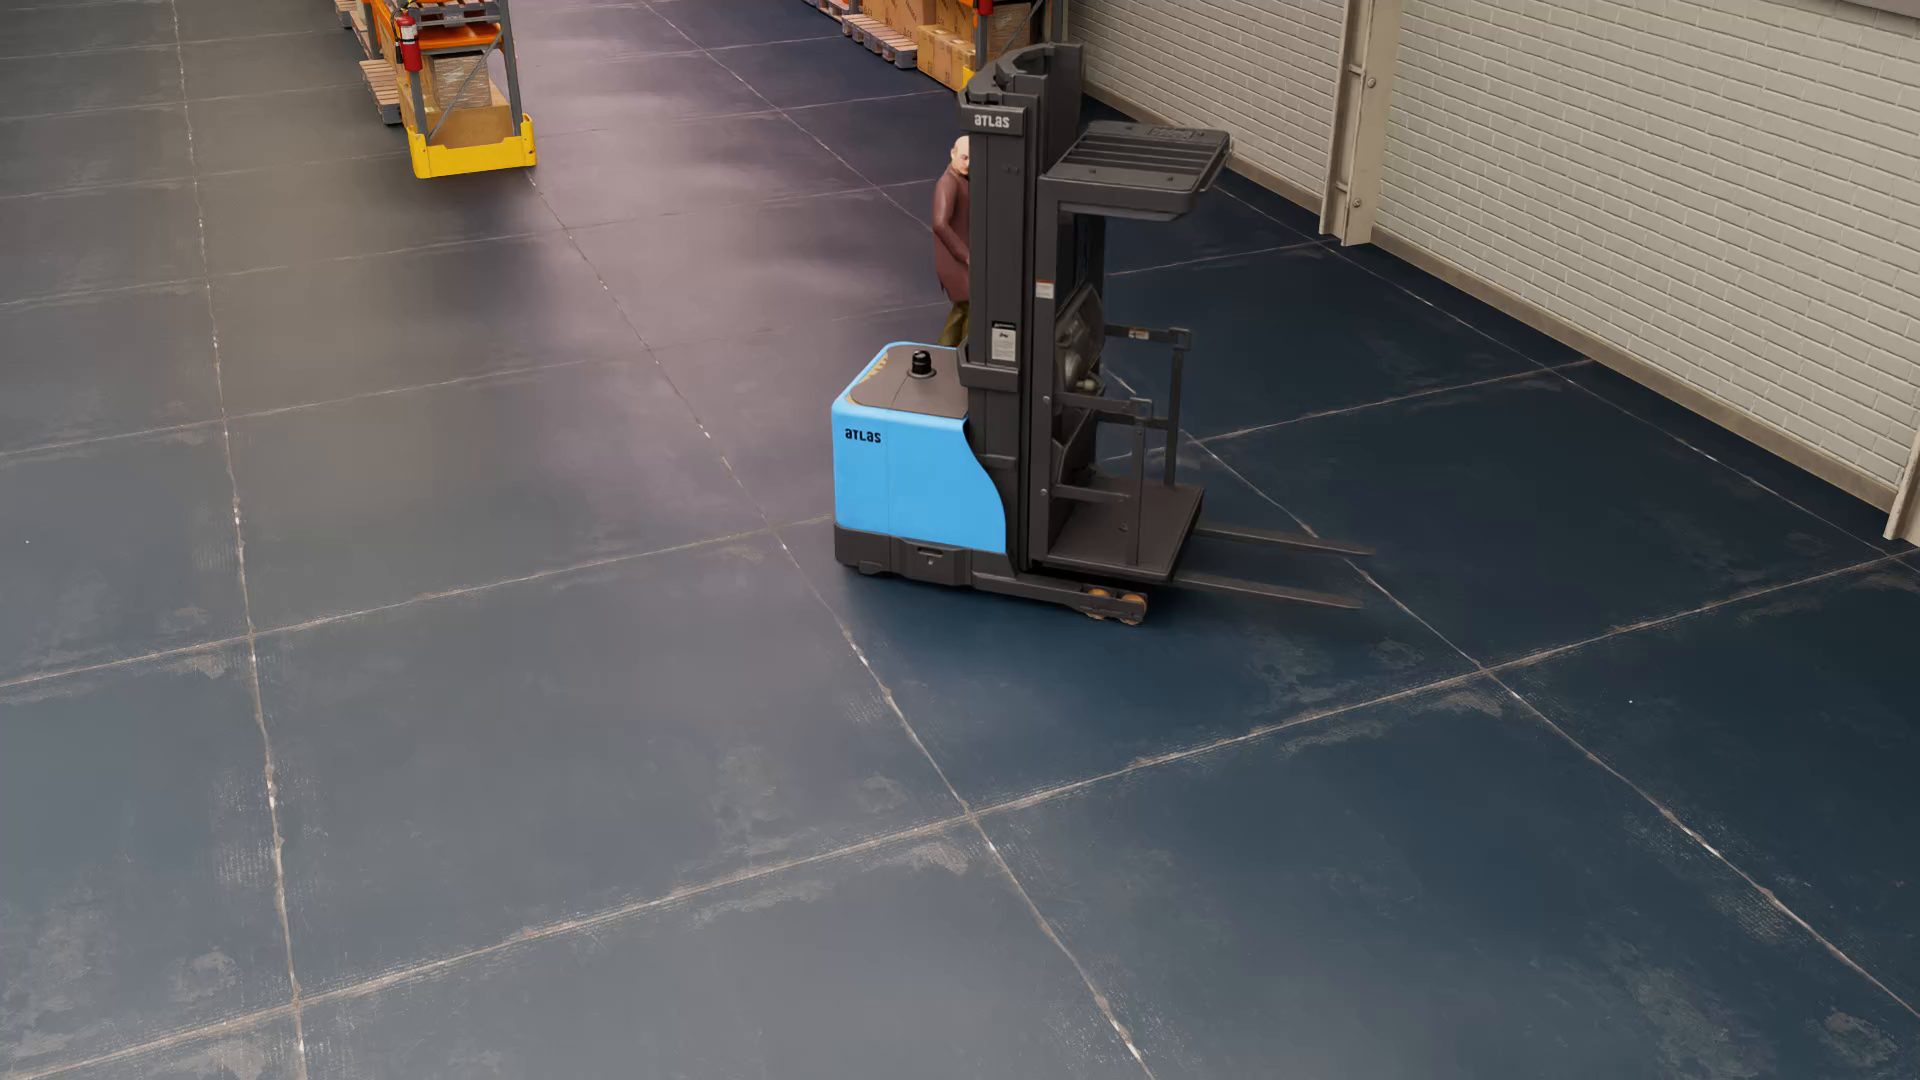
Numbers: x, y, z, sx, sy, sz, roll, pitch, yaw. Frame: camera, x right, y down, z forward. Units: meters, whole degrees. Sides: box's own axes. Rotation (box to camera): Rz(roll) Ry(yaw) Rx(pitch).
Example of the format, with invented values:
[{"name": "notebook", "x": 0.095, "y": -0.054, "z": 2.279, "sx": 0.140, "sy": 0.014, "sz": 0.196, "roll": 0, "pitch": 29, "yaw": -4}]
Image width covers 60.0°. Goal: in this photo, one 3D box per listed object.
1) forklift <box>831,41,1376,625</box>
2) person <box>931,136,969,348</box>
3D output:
[{"name": "forklift", "x": 0.841, "y": -1.097, "z": 9.039, "sx": 3.031, "sy": 2.935, "sz": 1.130, "roll": 9, "pitch": 31, "yaw": 16}, {"name": "person", "x": 0.062, "y": -1.989, "z": 11.802, "sx": 0.552, "sy": 1.749, "sz": 0.790, "roll": -1, "pitch": 30, "yaw": -2}]
